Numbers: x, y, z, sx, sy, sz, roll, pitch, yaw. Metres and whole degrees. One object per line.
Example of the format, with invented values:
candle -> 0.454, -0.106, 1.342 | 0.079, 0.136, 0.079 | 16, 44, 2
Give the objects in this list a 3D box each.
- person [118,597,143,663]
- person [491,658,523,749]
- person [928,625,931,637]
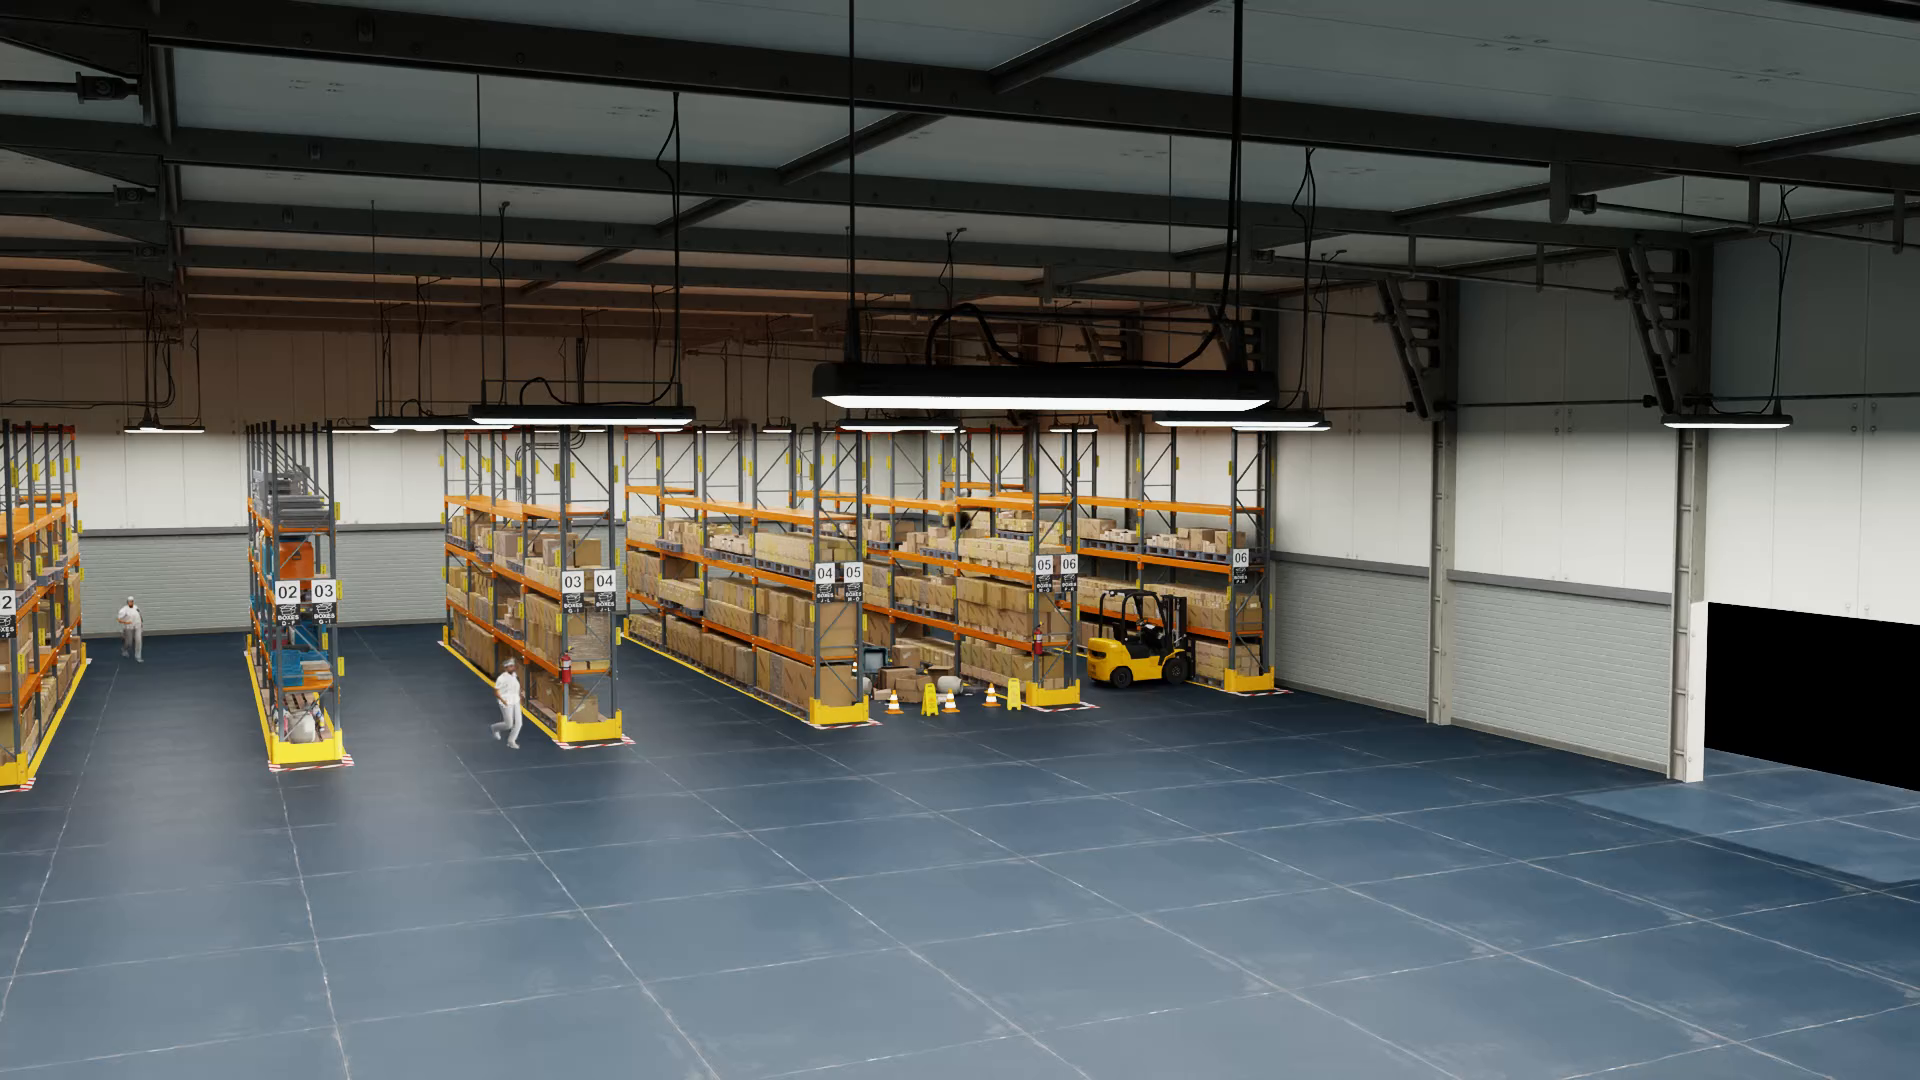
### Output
person -> -21.033, 2.269, 42.193 | 0.897, 1.669, 0.618 | 3, 5, 43
person -> -8.341, 2.996, 30.624 | 0.643, 1.662, 0.586 | 2, 4, 31
person -> -1.092, 1.959, 46.912 | 0.778, 1.740, 0.678 | 1, 4, 20
